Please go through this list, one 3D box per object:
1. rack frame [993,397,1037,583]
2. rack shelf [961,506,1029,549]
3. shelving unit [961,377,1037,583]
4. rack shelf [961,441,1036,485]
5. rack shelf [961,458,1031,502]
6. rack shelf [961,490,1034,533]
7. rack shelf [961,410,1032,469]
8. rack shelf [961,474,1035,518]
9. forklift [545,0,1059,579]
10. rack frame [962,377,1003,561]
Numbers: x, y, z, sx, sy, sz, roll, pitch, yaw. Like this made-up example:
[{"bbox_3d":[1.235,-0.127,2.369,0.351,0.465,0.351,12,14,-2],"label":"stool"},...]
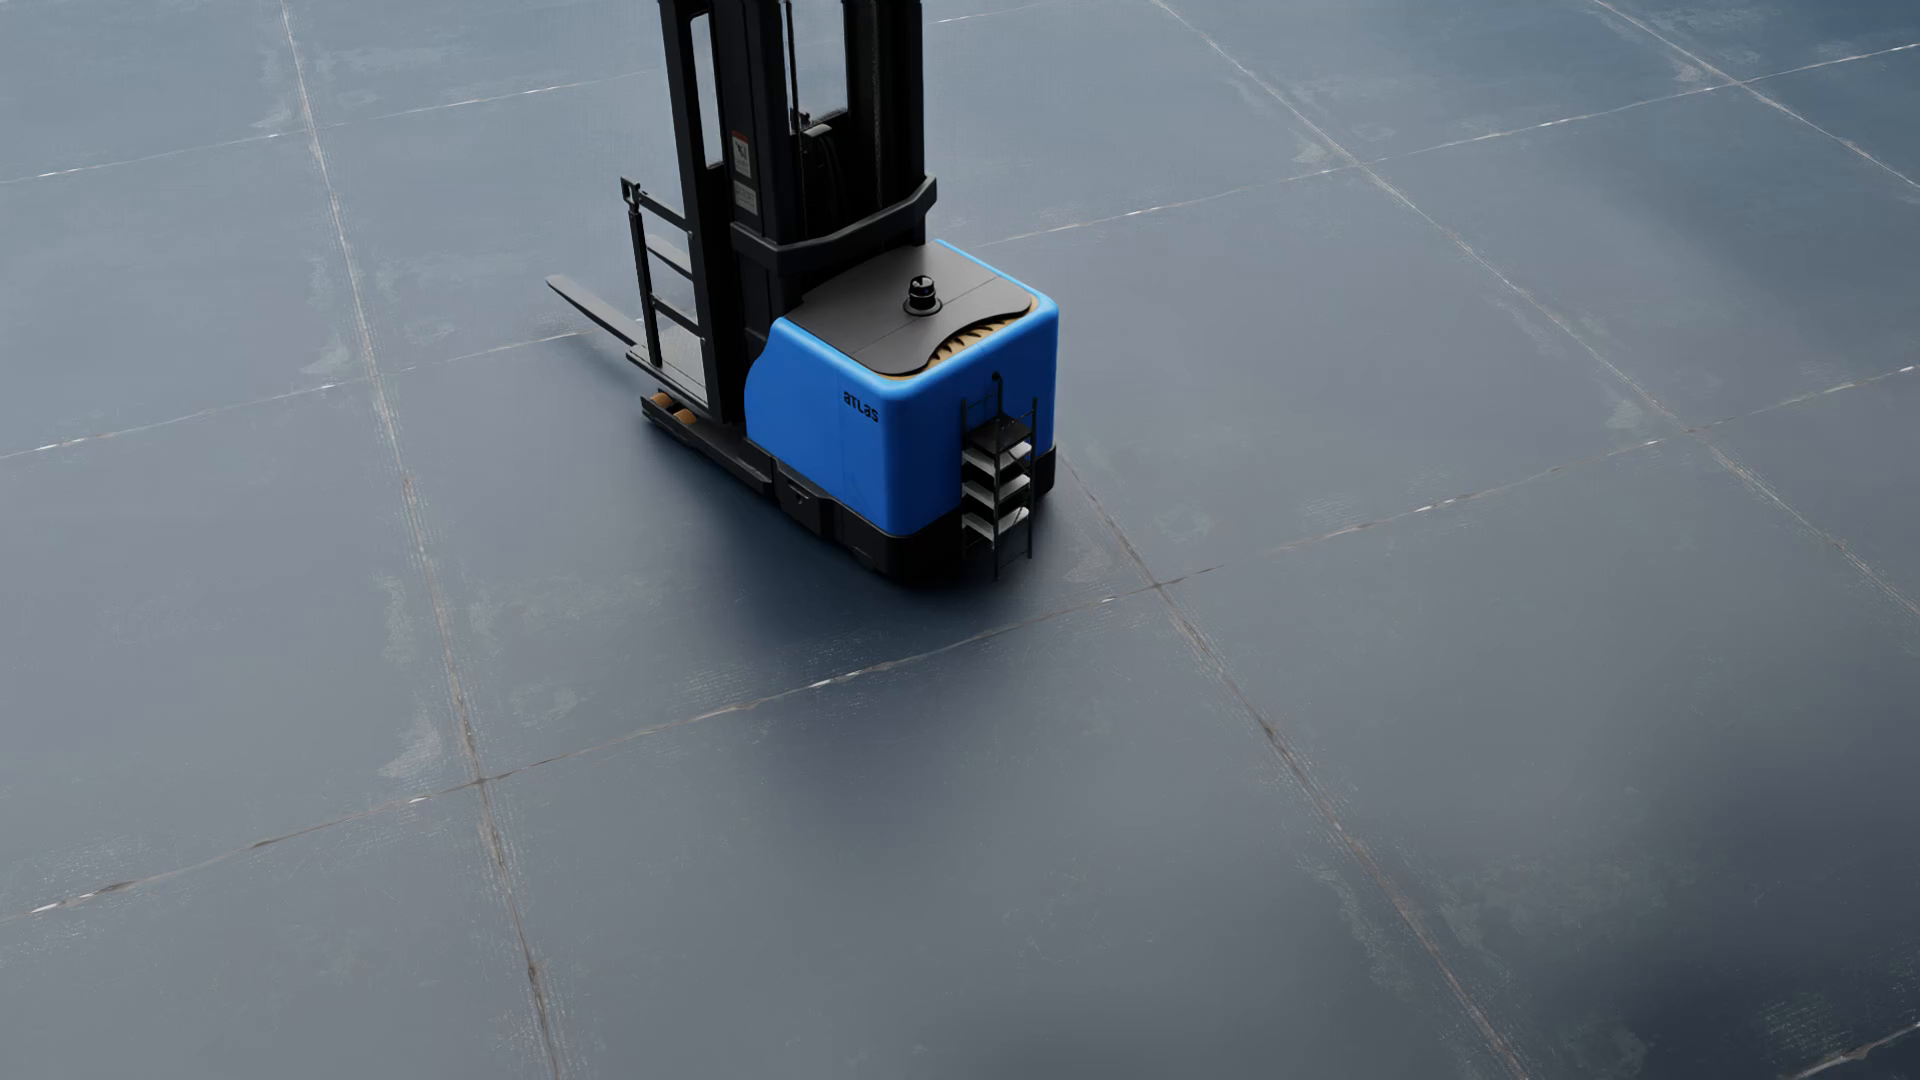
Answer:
[{"bbox_3d":[0.237,-0.206,7.218,0.240,0.900,0.006,-33,50,-32],"label":"rack frame"},{"bbox_3d":[0.166,-0.091,7.412,0.258,0.077,0.200,-33,50,-32],"label":"rack shelf"},{"bbox_3d":[0.166,-0.253,7.273,0.258,0.900,0.210,-33,50,-32],"label":"shelving unit"},{"bbox_3d":[0.166,-0.364,7.177,0.258,0.077,0.200,-33,50,-32],"label":"rack shelf"},{"bbox_3d":[0.166,-0.296,7.236,0.258,0.077,0.200,-33,50,-32],"label":"rack shelf"},{"bbox_3d":[0.166,-0.160,7.353,0.258,0.077,0.200,-33,50,-32],"label":"rack shelf"},{"bbox_3d":[0.166,-0.433,7.119,0.258,0.077,0.200,-33,50,-32],"label":"rack shelf"},{"bbox_3d":[0.166,-0.228,7.295,0.258,0.077,0.200,-33,50,-32],"label":"rack shelf"},{"bbox_3d":[-0.942,-1.800,7.513,1.130,2.935,3.031,-33,50,-32],"label":"forklift"},{"bbox_3d":[0.095,-0.301,7.328,0.240,0.900,0.006,-33,50,-32],"label":"rack frame"}]
